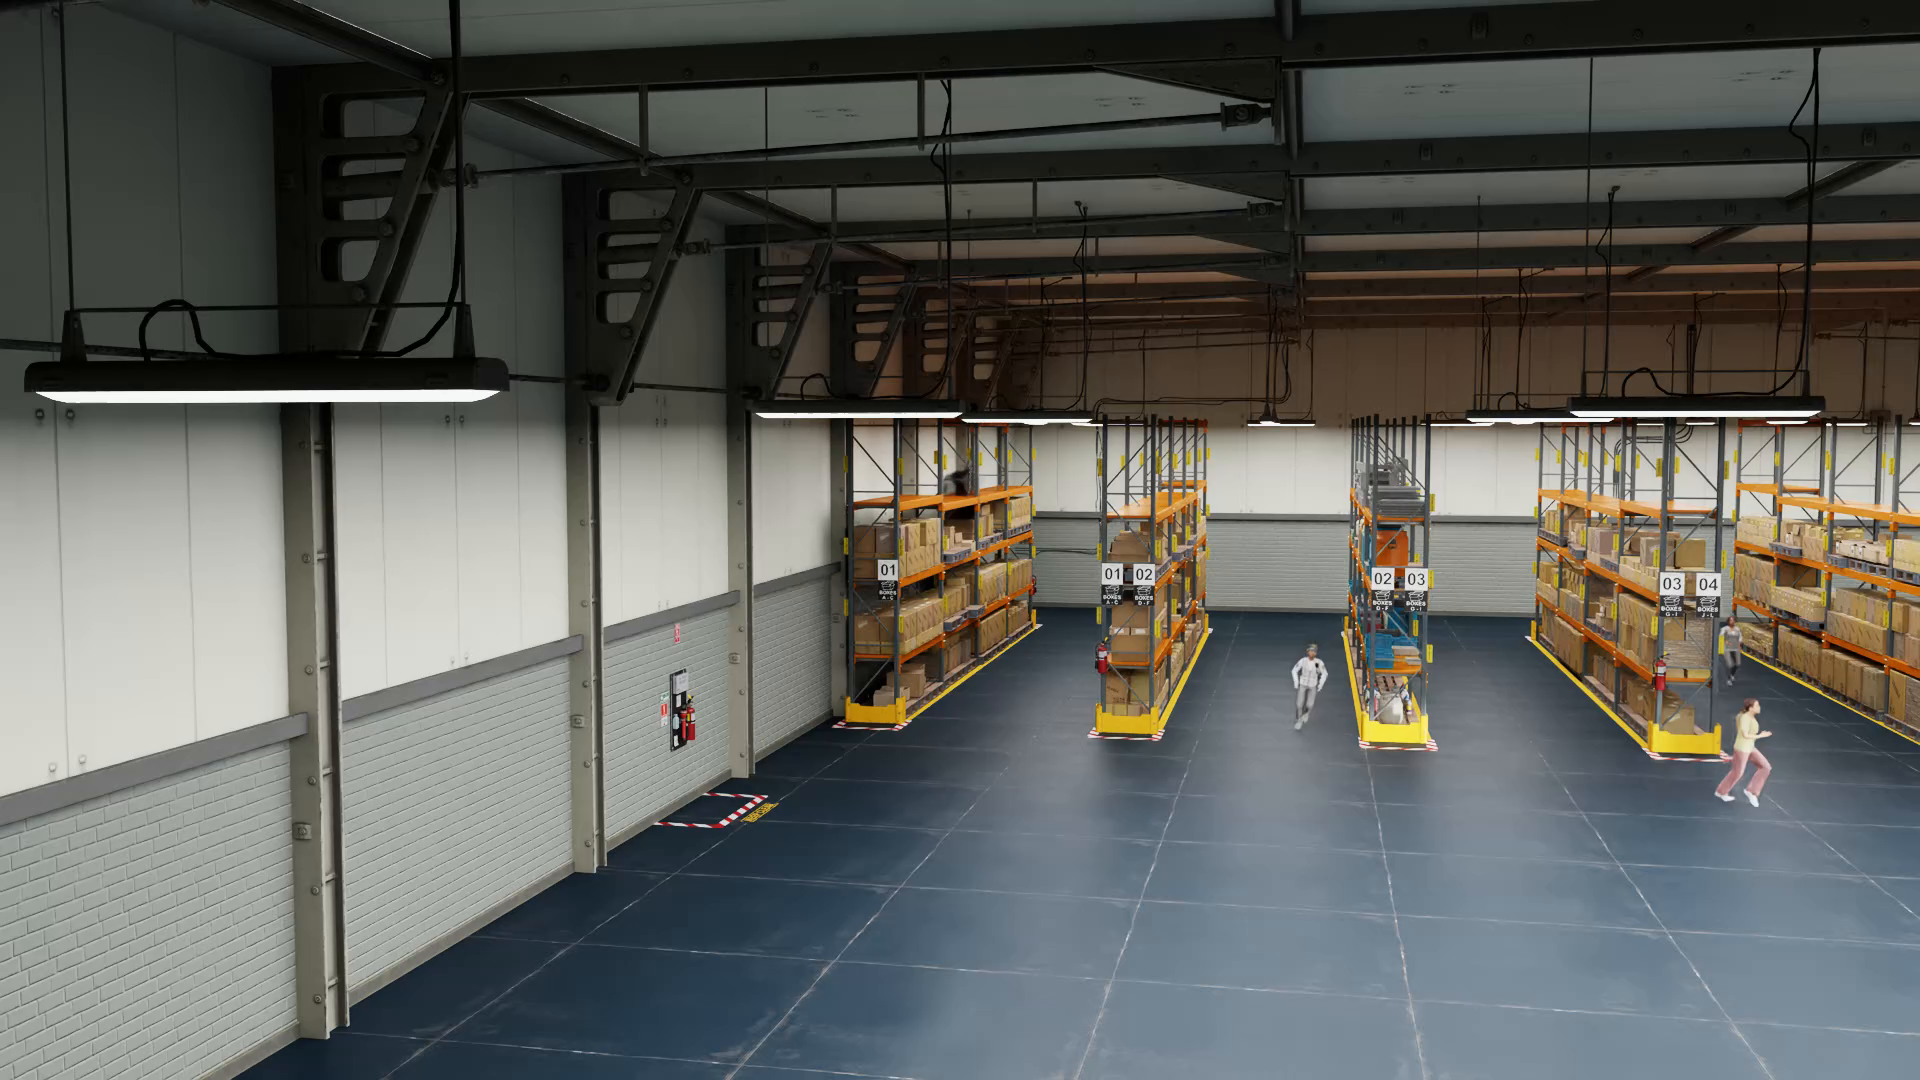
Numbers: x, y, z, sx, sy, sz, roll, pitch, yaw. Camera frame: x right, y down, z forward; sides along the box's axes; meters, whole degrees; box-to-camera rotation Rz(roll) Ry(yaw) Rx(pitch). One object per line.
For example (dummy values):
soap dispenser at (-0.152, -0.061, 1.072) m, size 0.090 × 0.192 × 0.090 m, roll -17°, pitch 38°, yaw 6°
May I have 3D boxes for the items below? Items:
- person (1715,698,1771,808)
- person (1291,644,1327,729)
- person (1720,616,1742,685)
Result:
person at (11.886, 3.207, 25.238) m, size 0.793 × 1.668 × 0.602 m, roll 3°, pitch 5°, yaw 39°
person at (6.673, 2.807, 31.799) m, size 0.670 × 1.649 × 0.497 m, roll 1°, pitch 4°, yaw 15°
person at (17.191, 2.471, 37.020) m, size 0.525 × 1.556 × 0.532 m, roll 1°, pitch 4°, yaw 9°
